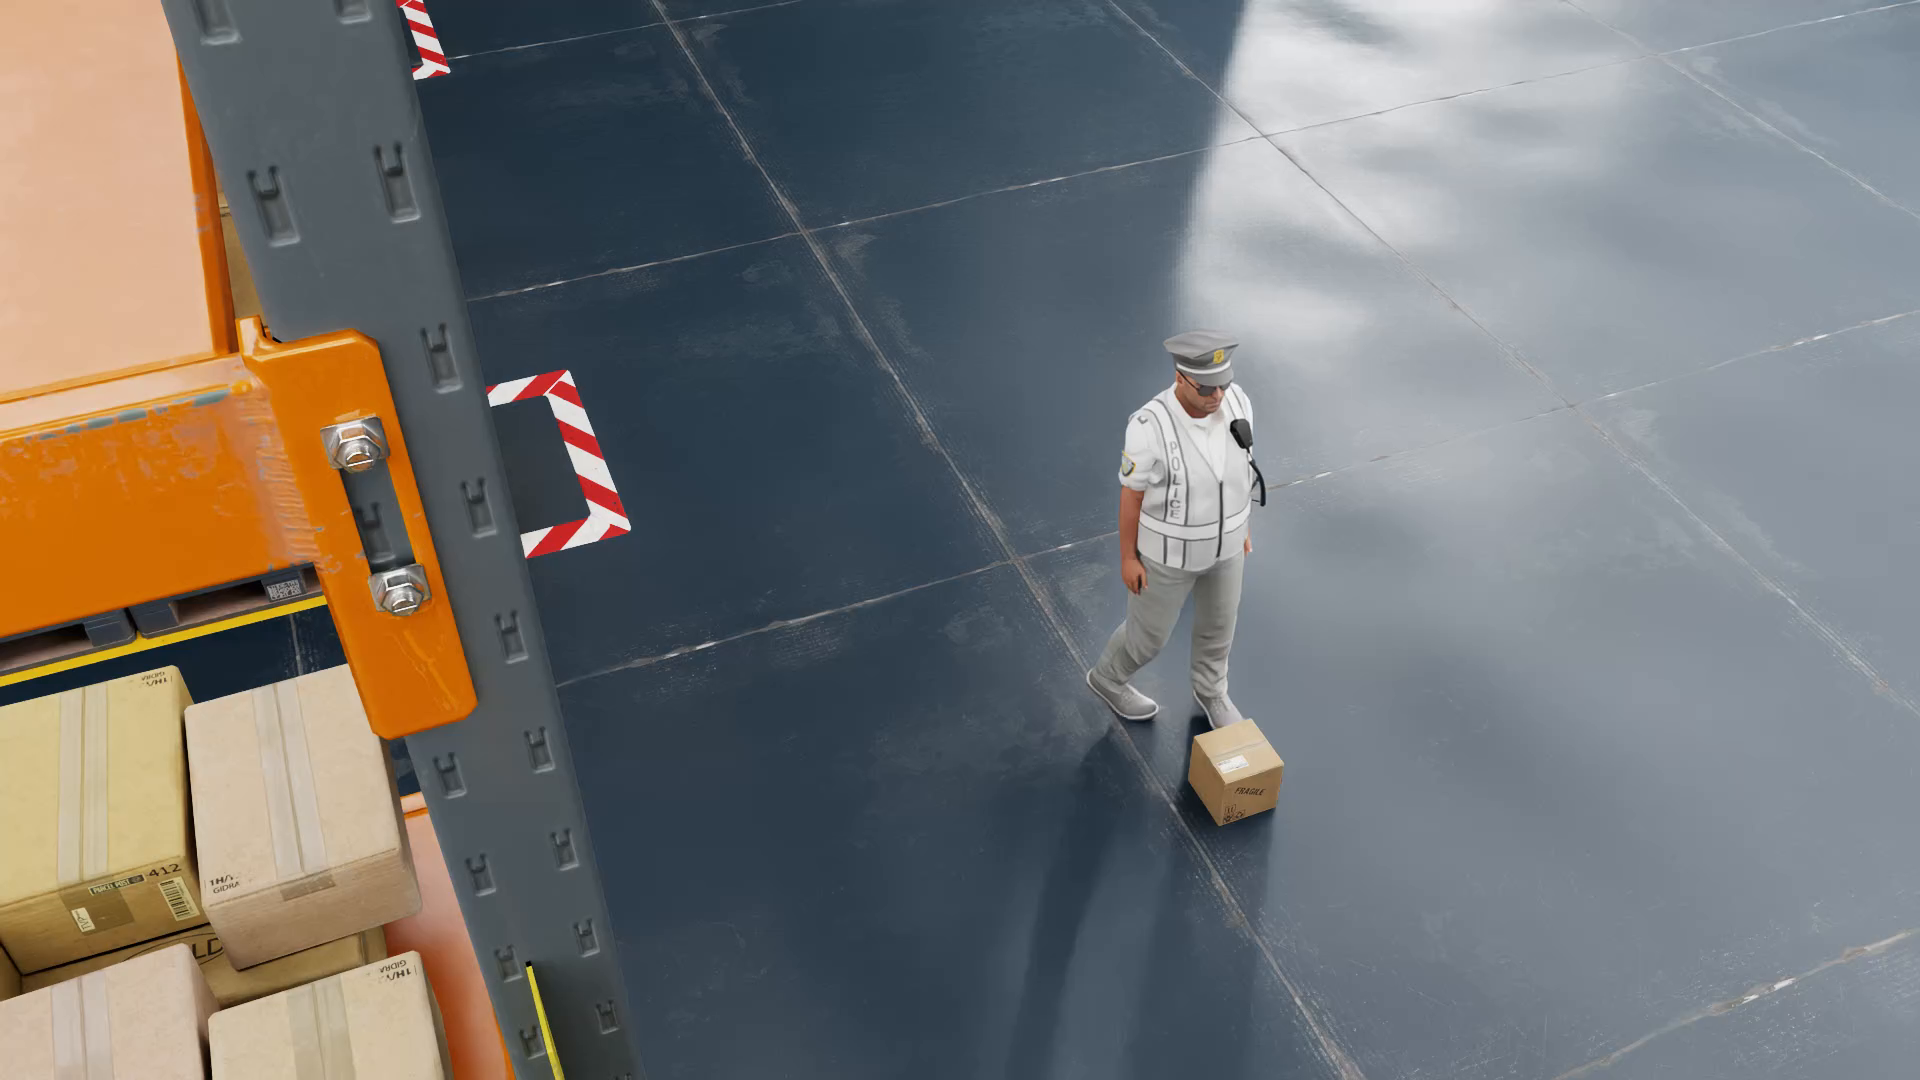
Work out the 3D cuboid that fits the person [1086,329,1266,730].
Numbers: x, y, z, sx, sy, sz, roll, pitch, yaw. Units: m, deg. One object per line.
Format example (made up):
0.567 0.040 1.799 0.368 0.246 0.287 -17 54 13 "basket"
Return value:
0.869 0.026 6.120 0.556 1.781 0.562 -19 45 -20 "person"
